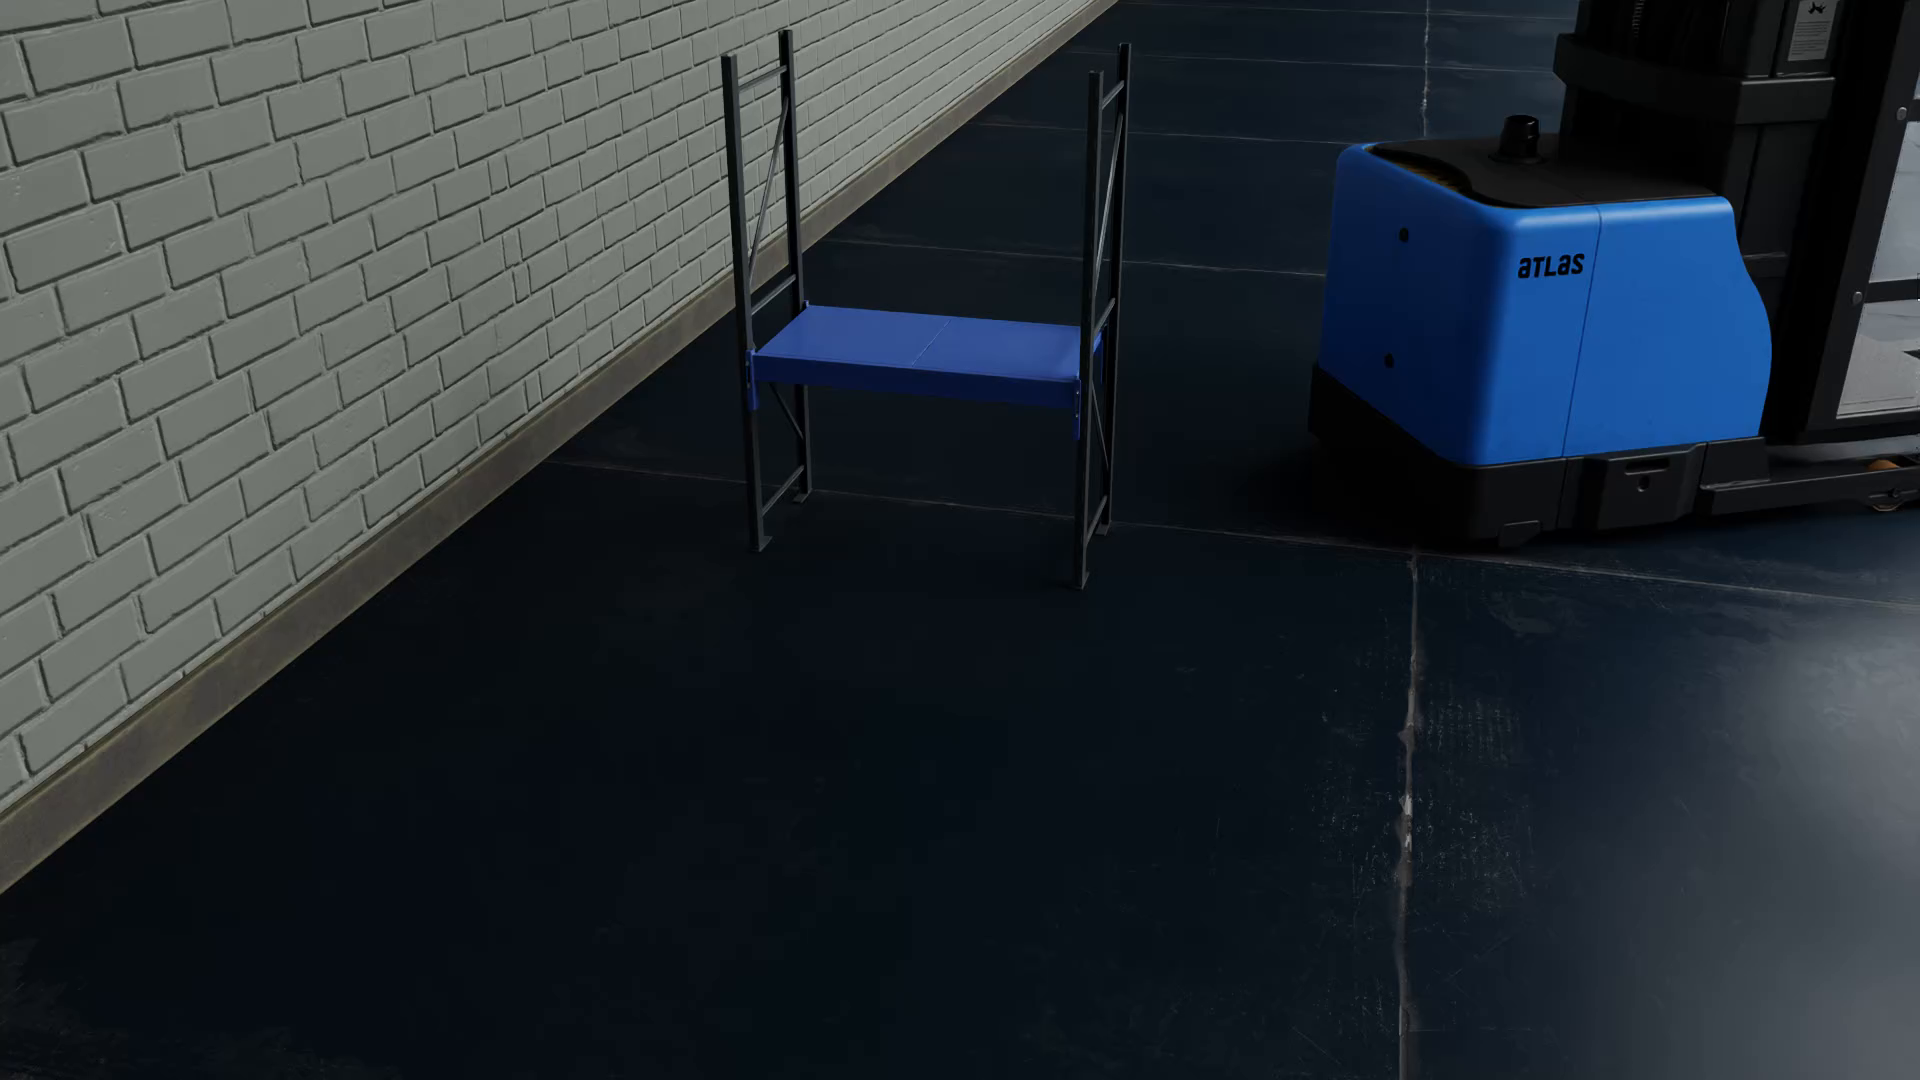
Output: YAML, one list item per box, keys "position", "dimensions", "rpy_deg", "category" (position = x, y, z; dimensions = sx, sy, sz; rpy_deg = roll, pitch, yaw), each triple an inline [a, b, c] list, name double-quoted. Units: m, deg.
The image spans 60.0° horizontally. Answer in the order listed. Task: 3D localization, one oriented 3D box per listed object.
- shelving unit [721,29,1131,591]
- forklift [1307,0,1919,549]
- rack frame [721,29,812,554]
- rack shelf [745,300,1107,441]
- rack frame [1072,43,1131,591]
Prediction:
- position: [-0.083, -0.686, 4.947]
  dimensions: [1.048, 1.500, 0.538]
  rpy_deg: [6, 26, 13]
  category: "shelving unit"
- position: [2.809, -1.628, 5.260]
  dimensions: [3.031, 2.935, 1.130]
  rpy_deg: [-6, 26, -13]
  category: "forklift"
- position: [-0.575, -0.741, 5.061]
  dimensions: [0.032, 1.500, 0.500]
  rpy_deg: [6, 26, 13]
  category: "rack frame"
- position: [-0.083, -0.524, 5.024]
  dimensions: [1.000, 0.185, 0.538]
  rpy_deg: [6, 26, 13]
  category: "rack shelf"
- position: [0.410, -0.632, 4.832]
  dimensions: [0.032, 1.500, 0.500]
  rpy_deg: [6, 26, 13]
  category: "rack frame"
